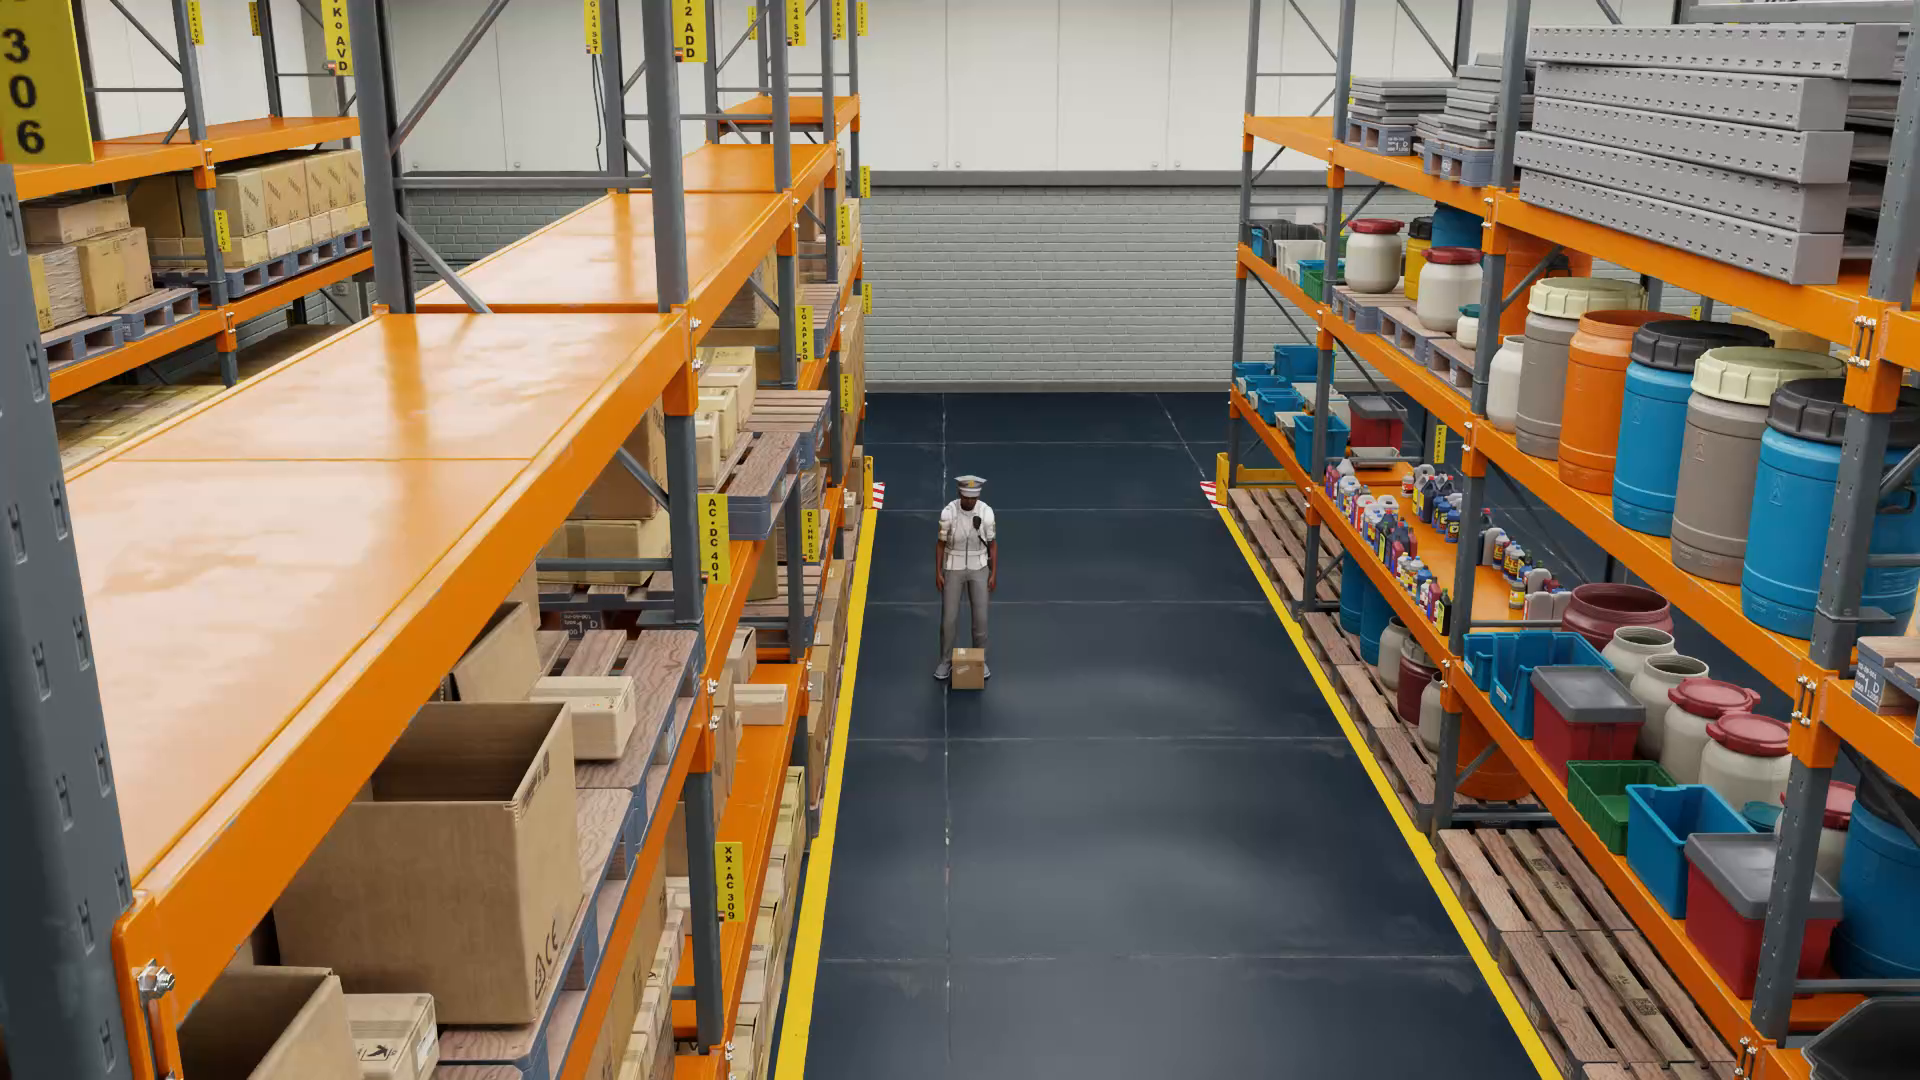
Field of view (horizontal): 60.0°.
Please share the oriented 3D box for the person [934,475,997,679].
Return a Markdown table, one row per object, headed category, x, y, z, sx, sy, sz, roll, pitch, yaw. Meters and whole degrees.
| category | x | y | z | sx | sy | sz | roll | pitch | yaw |
| --- | --- | --- | --- | --- | --- | --- | --- | --- | --- |
| person | 0.044 | 0.276 | 13.185 | 0.504 | 1.657 | 0.394 | -1 | 17 | -2 |
